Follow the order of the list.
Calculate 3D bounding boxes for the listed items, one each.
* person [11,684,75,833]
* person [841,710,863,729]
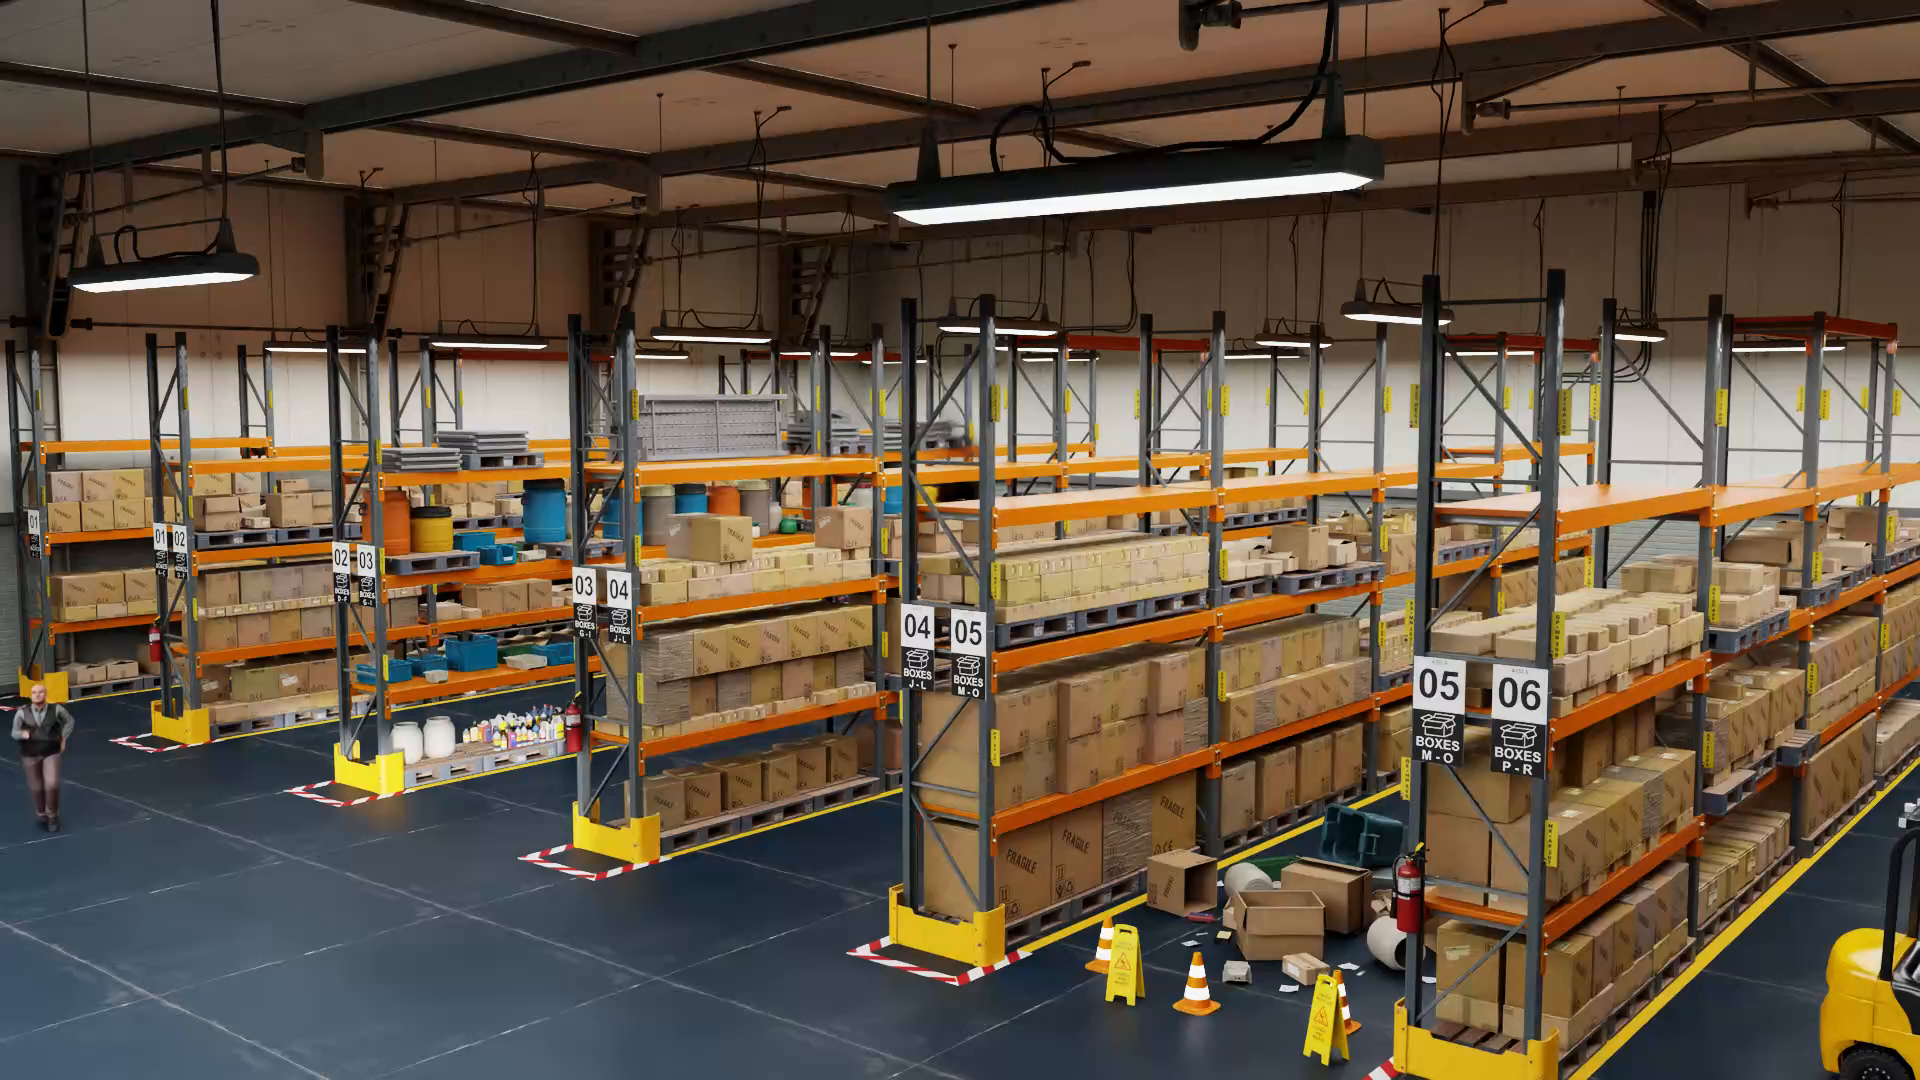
[{"bbox_3d":[-10.746,2.568,19.477,0.638,1.755,0.687,-2,5,-21],"label":"person"},{"bbox_3d":[-1.534,1.890,24.239,0.579,1.650,0.685,2,6,24],"label":"person"}]
